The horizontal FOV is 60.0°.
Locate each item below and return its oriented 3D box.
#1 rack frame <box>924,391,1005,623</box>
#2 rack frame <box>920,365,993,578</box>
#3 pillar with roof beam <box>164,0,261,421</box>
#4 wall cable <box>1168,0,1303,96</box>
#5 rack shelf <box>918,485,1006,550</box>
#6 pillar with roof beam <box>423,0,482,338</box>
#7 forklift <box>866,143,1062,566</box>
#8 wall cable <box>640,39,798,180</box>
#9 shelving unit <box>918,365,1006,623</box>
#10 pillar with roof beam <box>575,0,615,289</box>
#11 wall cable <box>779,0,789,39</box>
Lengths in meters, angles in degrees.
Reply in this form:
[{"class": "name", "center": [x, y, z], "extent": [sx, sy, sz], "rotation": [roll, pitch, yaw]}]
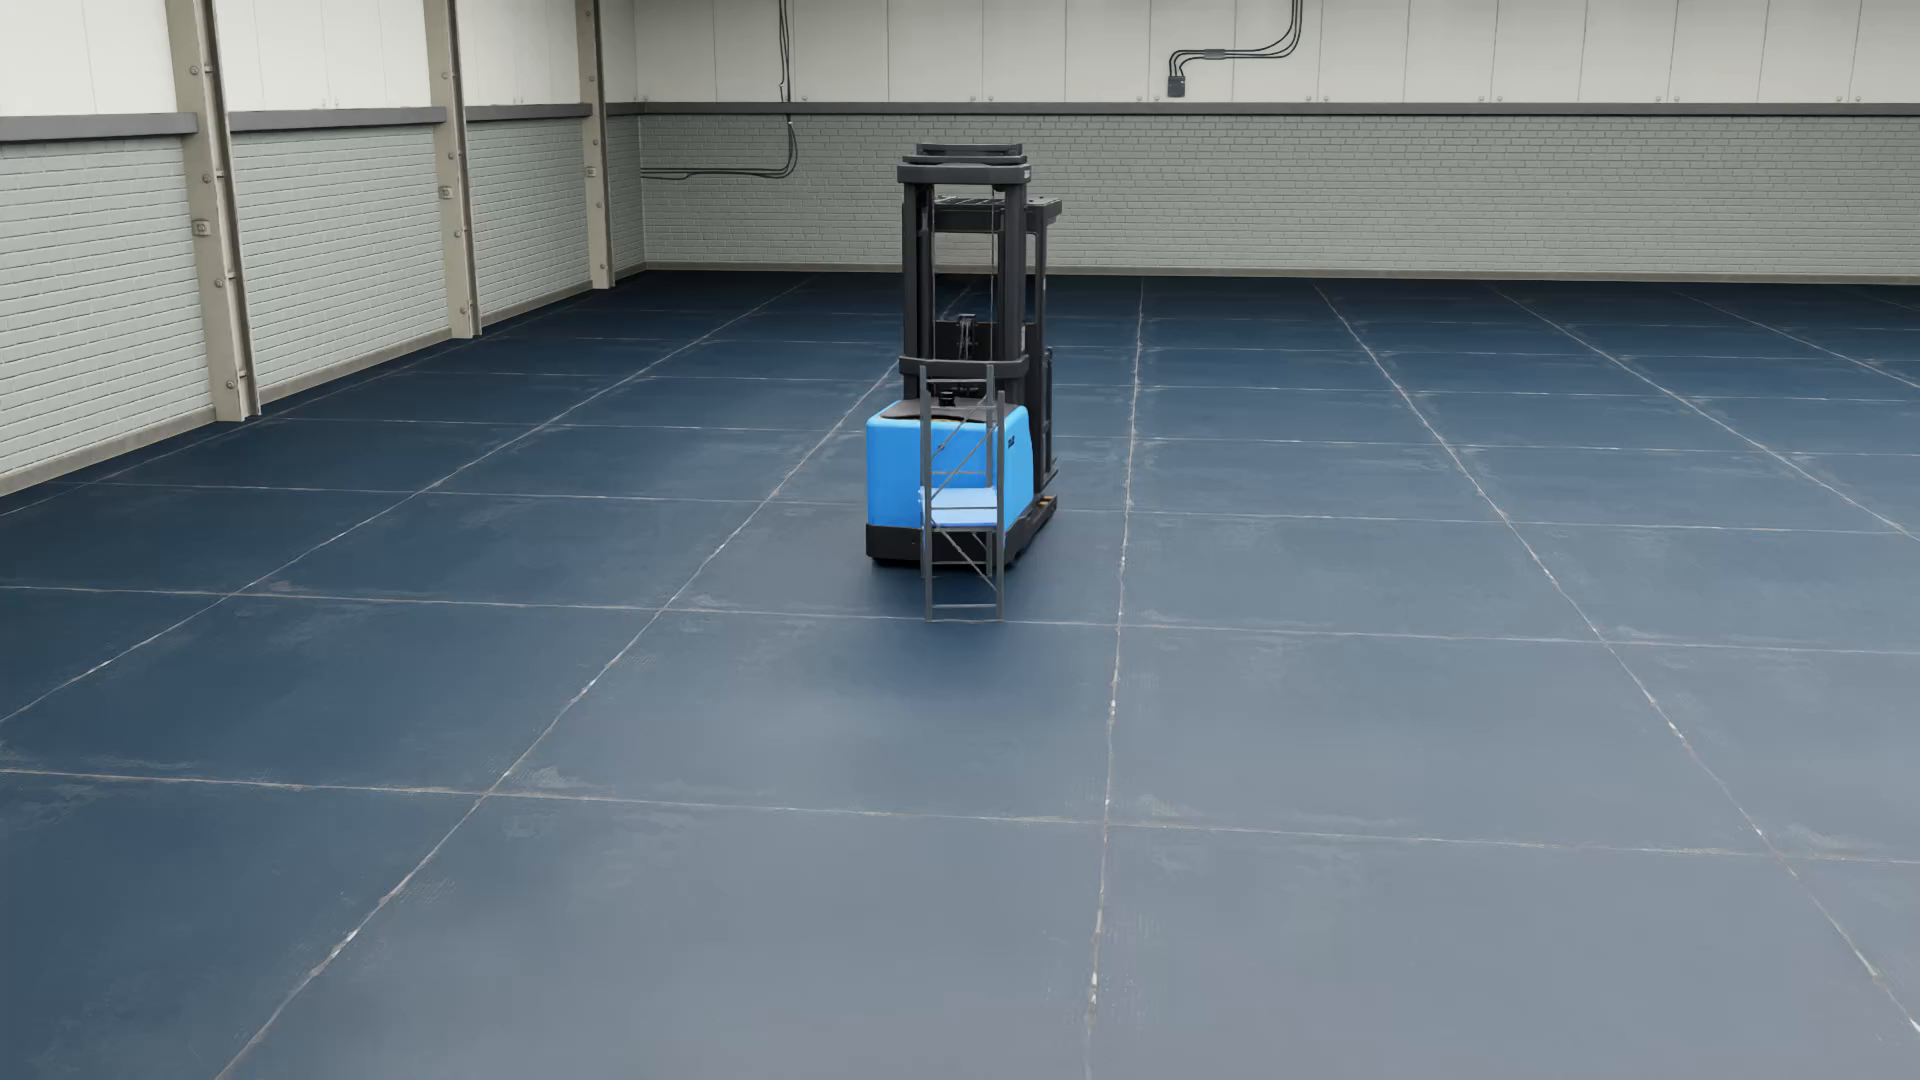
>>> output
[{"class": "rack frame", "center": [0.027, -0.197, 10.518], "extent": [0.500, 1.500, 0.032], "rotation": [-1, 15, -3]}, {"class": "rack frame", "center": [-0.025, -0.462, 11.499], "extent": [0.500, 1.500, 0.032], "rotation": [-1, 15, -3]}, {"class": "pillar with roof beam", "center": [-3.282, -5.501, 15.765], "extent": [9.100, 9.000, 0.400], "rotation": [2, 15, 6]}, {"class": "wall cable", "center": [4.871, -10.823, 28.932], "extent": [2.305, 6.003, 0.169], "rotation": [2, 15, 6]}, {"class": "rack shelf", "center": [0.001, -0.156, 11.055], "extent": [0.538, 0.185, 1.000], "rotation": [-1, 15, -3]}, {"class": "pillar with roof beam", "center": [-2.605, -7.057, 21.520], "extent": [9.100, 9.000, 0.400], "rotation": [2, 15, 6]}, {"class": "forklift", "center": [0.165, -1.575, 12.871], "extent": [1.130, 2.935, 3.031], "rotation": [4, 16, 13]}, {"class": "wall cable", "center": [-4.560, -7.966, 30.831], "extent": [3.097, 2.526, 0.112], "rotation": [2, 15, 6]}, {"class": "shelving unit", "center": [0.001, -0.330, 11.009], "extent": [0.538, 1.500, 1.048], "rotation": [-1, 15, -3]}, {"class": "pillar with roof beam", "center": [-1.928, -8.613, 27.275], "extent": [9.100, 9.000, 0.400], "rotation": [2, 15, 6]}, {"class": "wall cable", "center": [-1.872, -10.324, 29.877], "extent": [3.097, 2.526, 0.112], "rotation": [2, 15, 6]}]
